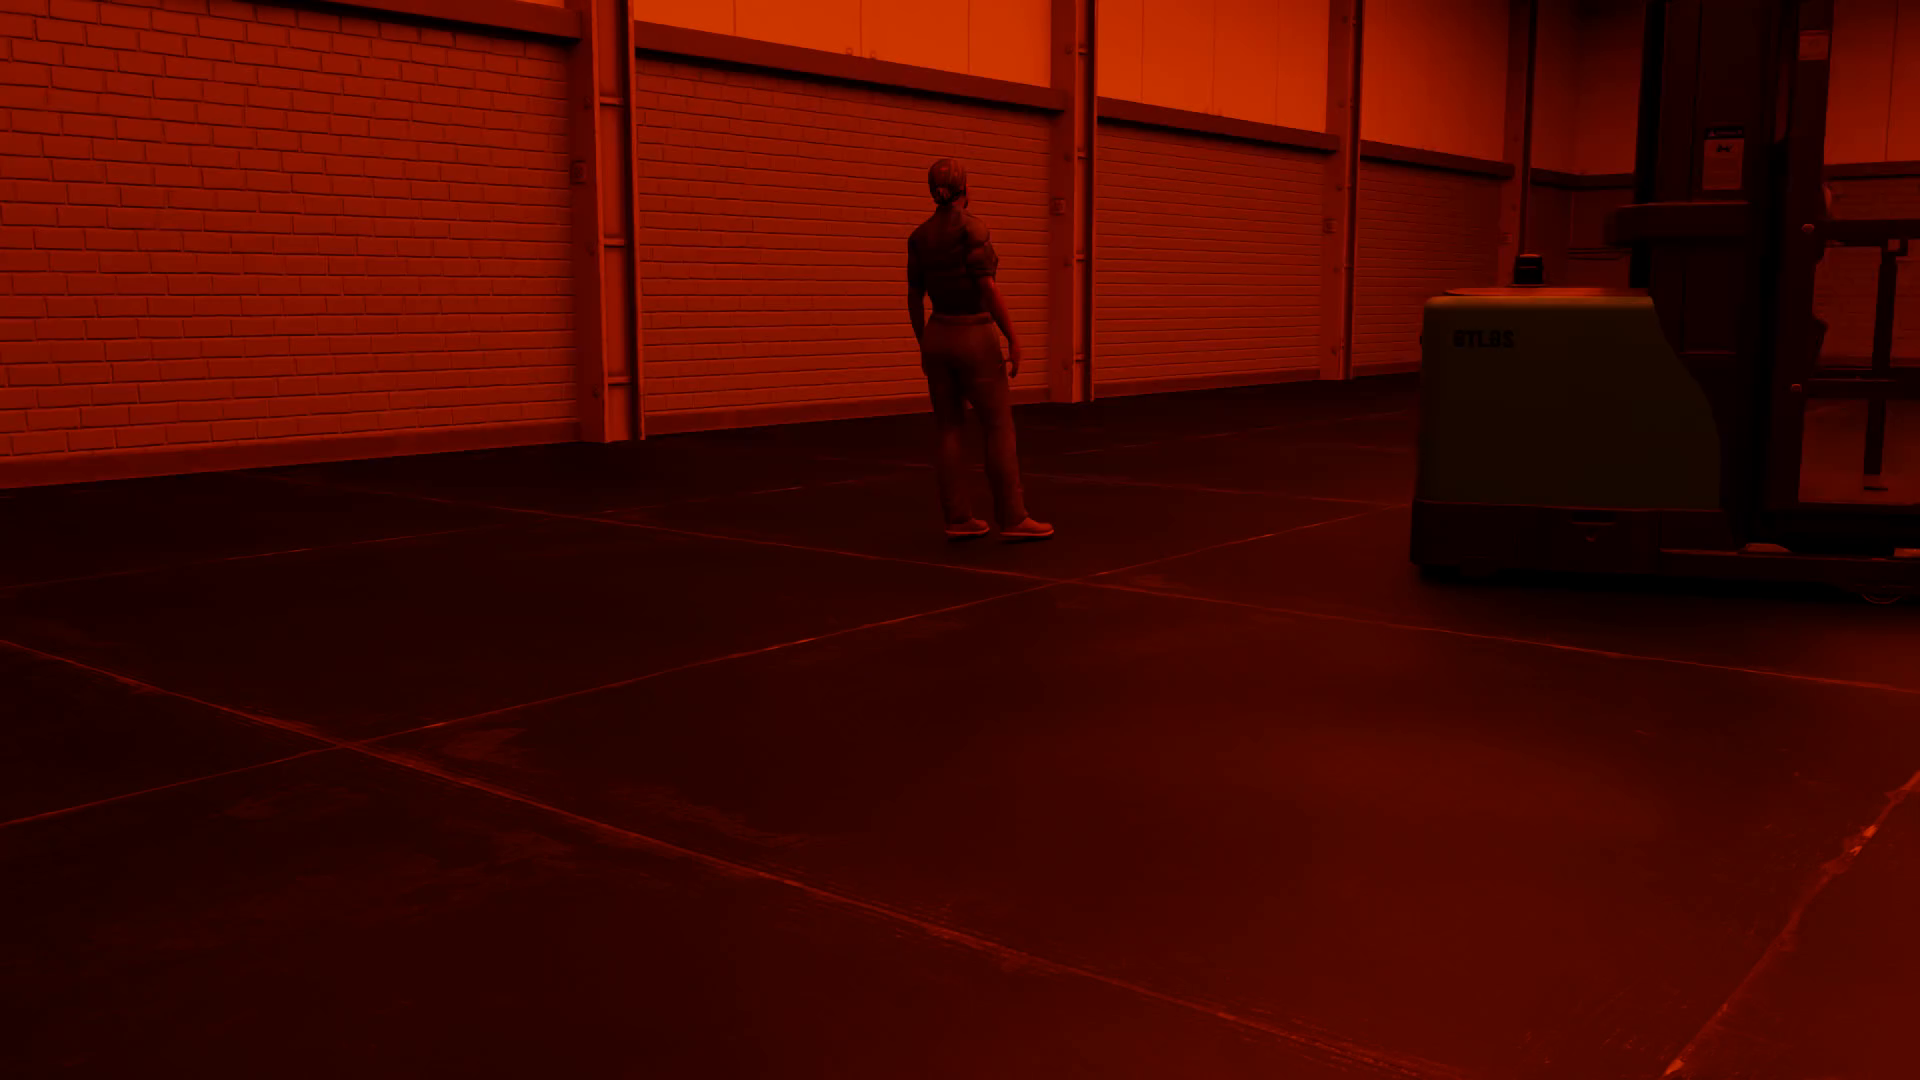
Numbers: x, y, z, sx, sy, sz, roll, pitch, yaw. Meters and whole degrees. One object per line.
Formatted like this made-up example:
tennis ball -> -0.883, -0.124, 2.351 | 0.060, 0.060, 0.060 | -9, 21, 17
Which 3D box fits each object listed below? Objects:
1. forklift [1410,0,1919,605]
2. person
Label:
forklift -> 3.299, -1.300, 6.169 | 3.031, 2.935, 1.130 | 2, 9, 16
person -> 0.070, -0.834, 7.339 | 0.569, 1.654, 0.504 | 7, 11, 38
